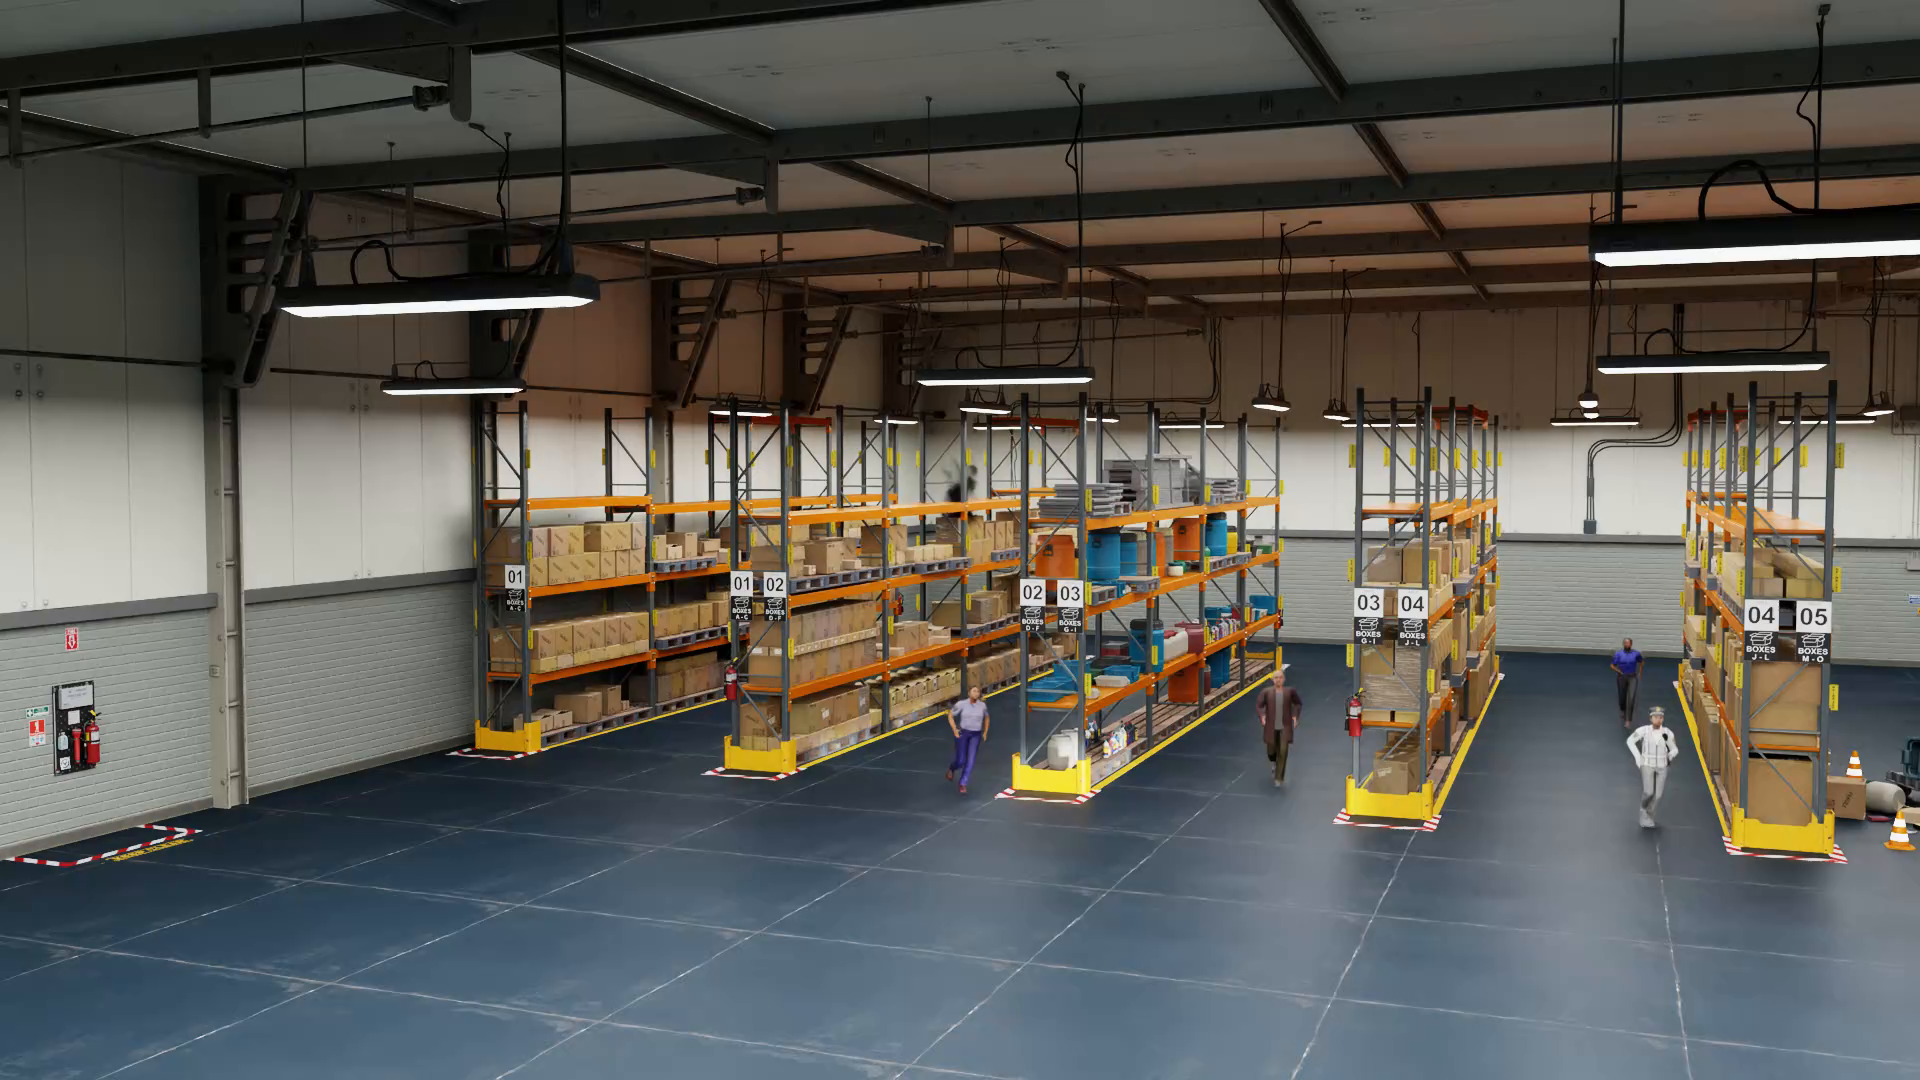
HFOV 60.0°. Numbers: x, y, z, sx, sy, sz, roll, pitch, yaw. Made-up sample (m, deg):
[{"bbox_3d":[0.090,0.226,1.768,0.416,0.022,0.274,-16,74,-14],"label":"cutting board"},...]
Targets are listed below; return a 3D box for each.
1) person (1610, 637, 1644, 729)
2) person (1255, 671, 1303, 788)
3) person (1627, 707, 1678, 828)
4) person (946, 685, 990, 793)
[{"bbox_3d":[12.541,2.660,31.262,0.590,1.668,0.920,1,3,21],"label":"person"},{"bbox_3d":[4.911,2.884,25.619,0.716,1.753,0.878,0,3,10],"label":"person"},{"bbox_3d":[9.387,3.077,22.476,0.624,1.659,0.600,1,3,11],"label":"person"},{"bbox_3d":[0.157,2.997,25.169,0.642,1.566,0.613,-1,3,-14],"label":"person"}]
